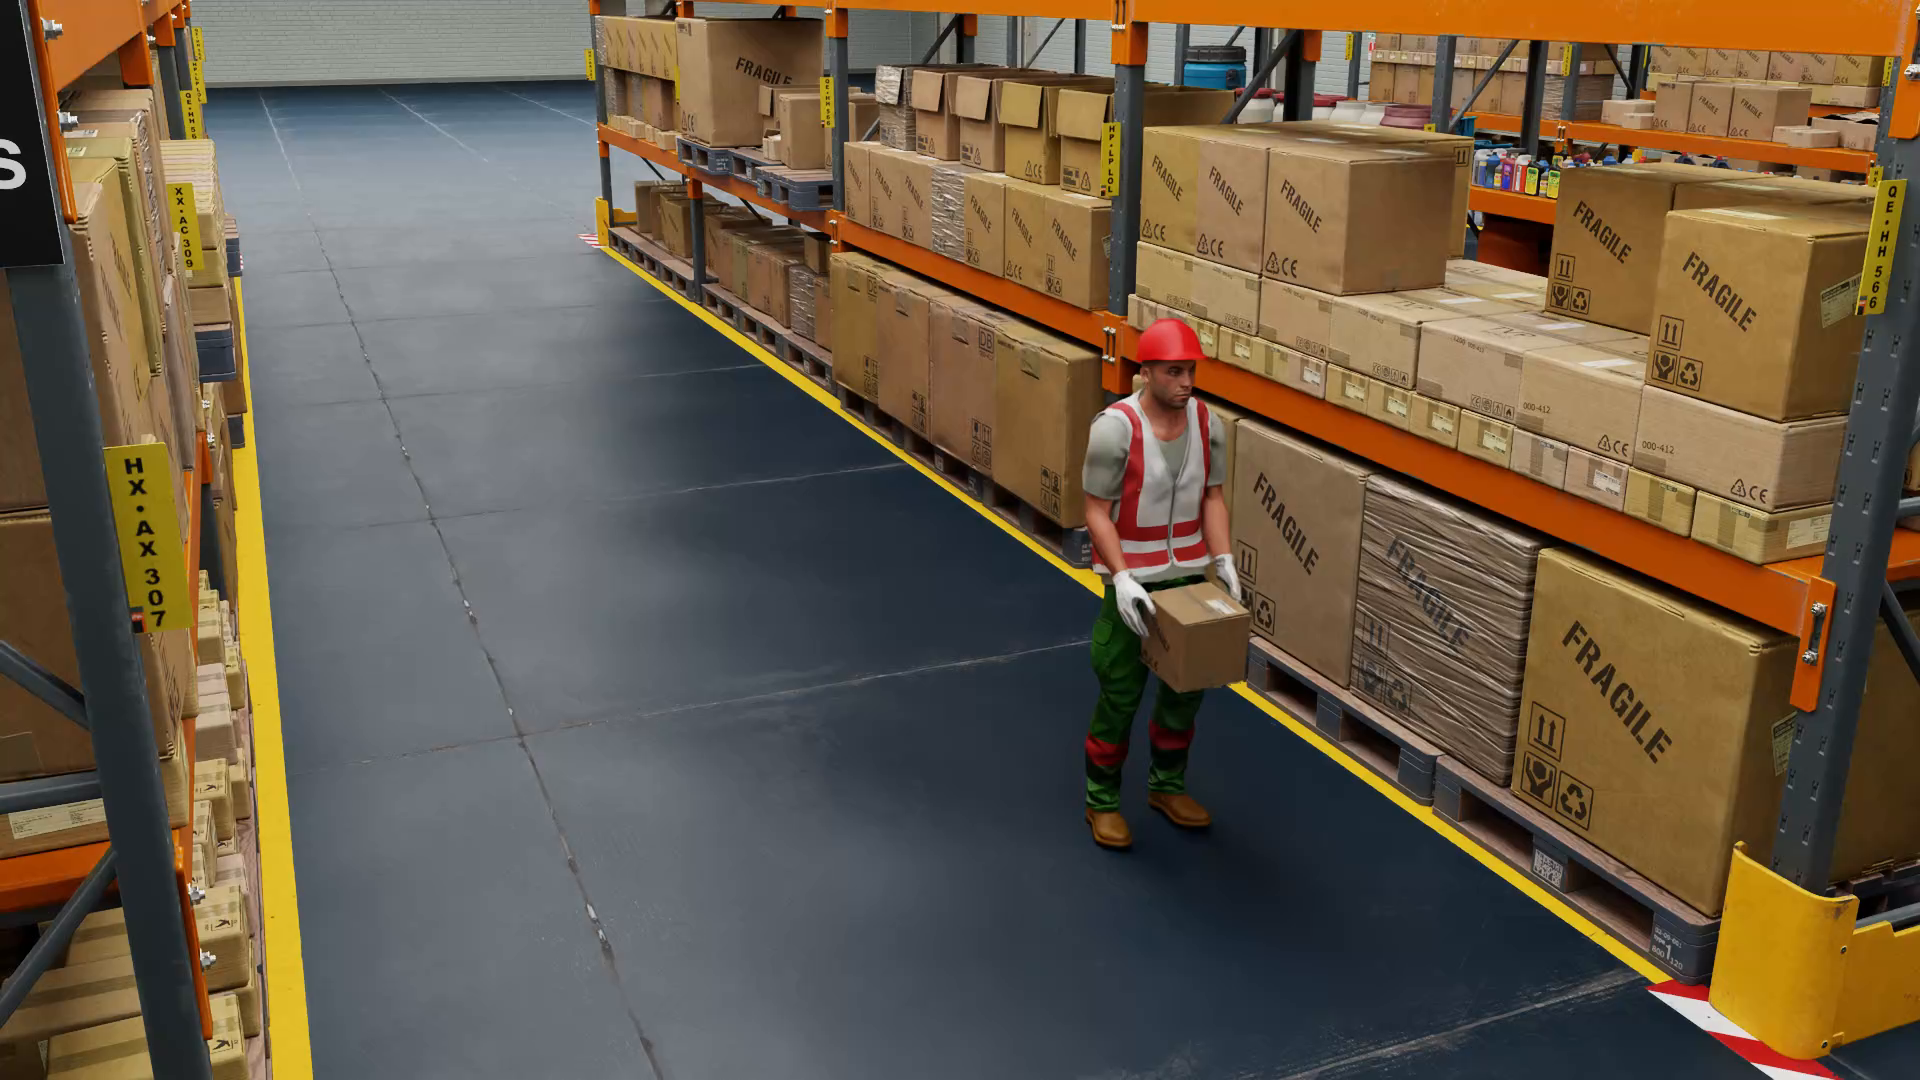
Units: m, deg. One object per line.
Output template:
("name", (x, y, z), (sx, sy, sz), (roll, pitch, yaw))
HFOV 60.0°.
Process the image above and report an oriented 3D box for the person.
("person", (1.526, -1.891, 11.627), (7.342, 1.788, 11.342), (-8, 20, -23))
